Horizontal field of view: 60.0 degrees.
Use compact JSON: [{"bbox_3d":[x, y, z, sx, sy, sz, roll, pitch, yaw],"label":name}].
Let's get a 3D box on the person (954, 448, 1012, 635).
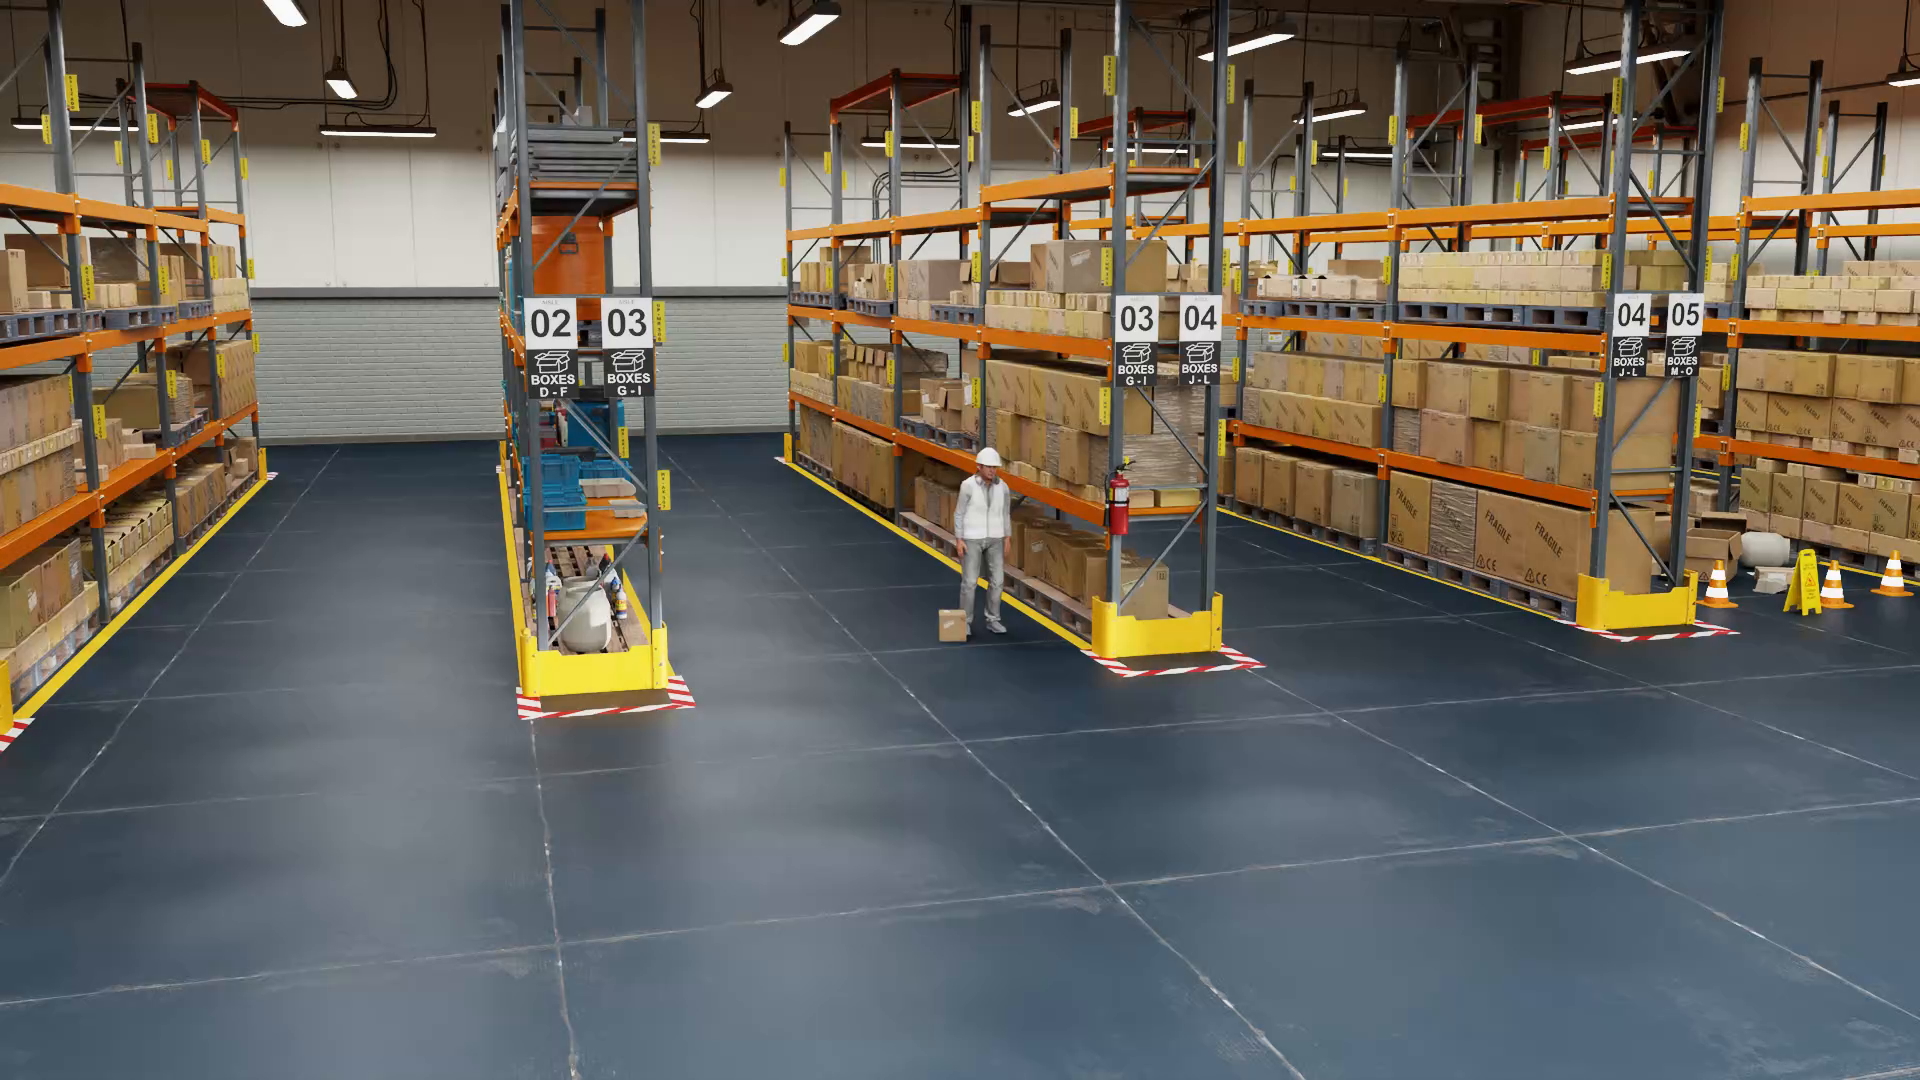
[{"bbox_3d":[0.223,0.002,15.780,0.583,1.769,0.465,-3,10,-20],"label":"person"}]
